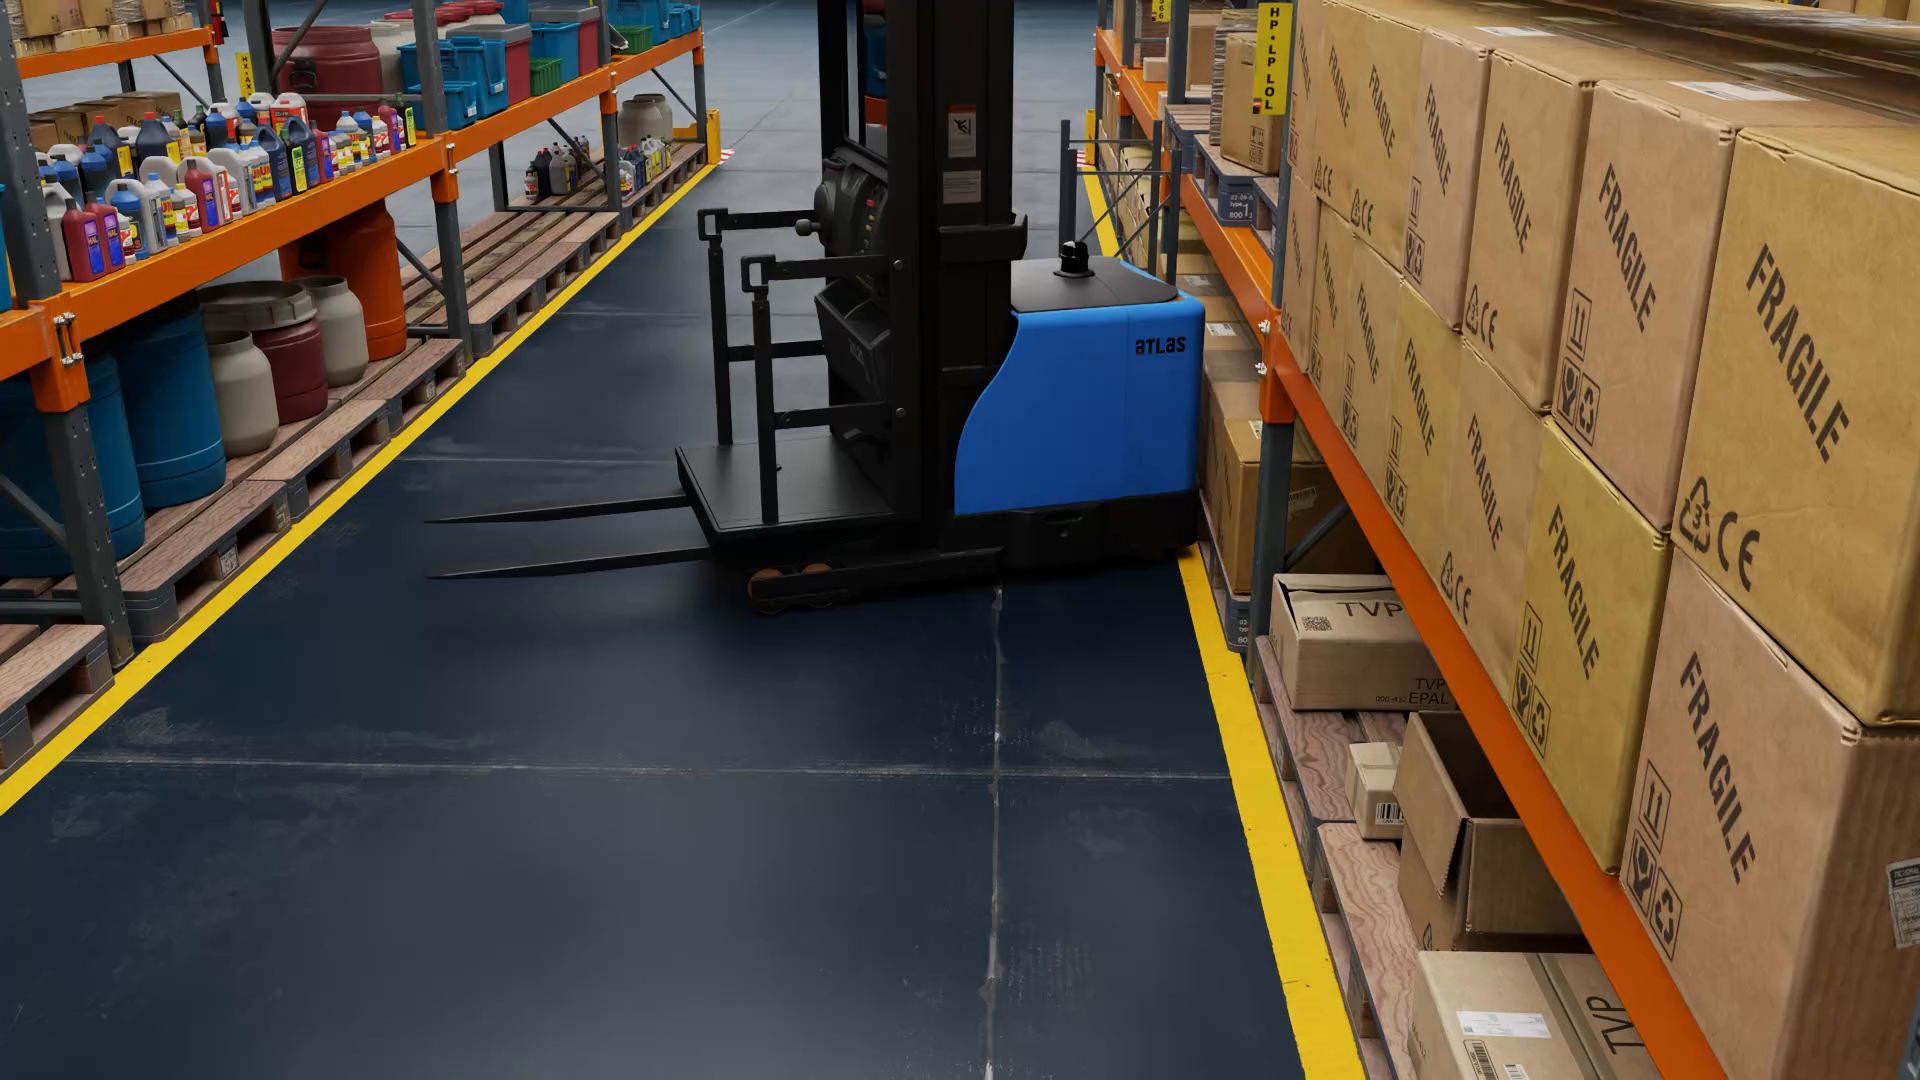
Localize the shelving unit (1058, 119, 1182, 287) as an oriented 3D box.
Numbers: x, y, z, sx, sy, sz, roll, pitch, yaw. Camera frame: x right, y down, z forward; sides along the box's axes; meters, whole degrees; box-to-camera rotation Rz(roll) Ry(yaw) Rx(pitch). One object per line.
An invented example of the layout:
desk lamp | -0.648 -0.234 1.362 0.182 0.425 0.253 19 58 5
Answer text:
shelving unit | 0.739 -1.199 8.045 0.587 1.500 1.083 1 21 2

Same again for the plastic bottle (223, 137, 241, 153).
plastic bottle | -3.129 -1.600 7.183 0.097 0.271 0.097 0 21 0

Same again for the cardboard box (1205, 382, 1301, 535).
cardboard box | 1.251 -0.309 6.525 0.500 0.500 0.500 1 21 2

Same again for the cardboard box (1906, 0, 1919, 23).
cardboard box | 6.631 -3.376 10.836 0.700 0.500 0.500 4 21 9

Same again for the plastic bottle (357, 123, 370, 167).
plastic bottle | -2.954 -1.937 8.148 0.097 0.201 0.097 0 21 0

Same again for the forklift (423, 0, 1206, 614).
forklift | -0.601 -1.299 6.326 3.031 2.935 1.130 -6 22 -16

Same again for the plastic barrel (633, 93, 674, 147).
plastic barrel | -3.031 -4.100 16.309 0.421 0.512 0.421 0 21 0

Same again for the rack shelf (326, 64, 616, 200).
rack shelf | -3.270 -2.798 11.089 1.077 0.370 4.000 1 21 2

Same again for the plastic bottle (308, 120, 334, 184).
plastic bottle | -2.951 -1.792 7.662 0.061 0.283 0.133 1 21 2

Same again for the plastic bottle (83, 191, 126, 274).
plastic bottle | -3.011 -1.086 5.843 0.061 0.283 0.133 1 21 2

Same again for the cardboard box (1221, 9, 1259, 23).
cardboard box | 1.714 -2.368 8.267 0.700 0.500 0.500 -7 22 -16

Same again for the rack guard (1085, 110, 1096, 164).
rack guard | 1.864 -4.091 16.881 1.175 0.500 0.348 1 21 2

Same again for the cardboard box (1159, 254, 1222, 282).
cardboard box | 1.321 -1.233 8.908 0.500 0.500 0.500 2 21 4

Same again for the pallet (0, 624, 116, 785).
pallet | -3.436 0.602 5.186 1.003 0.211 1.213 1 21 2

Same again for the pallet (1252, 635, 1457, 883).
pallet | 1.477 0.640 5.088 1.003 0.211 1.213 1 21 2

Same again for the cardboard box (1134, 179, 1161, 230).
cardboard box | 1.435 -2.274 11.188 0.500 0.311 0.500 1 21 3

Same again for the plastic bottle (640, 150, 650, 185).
plastic bottle | -2.717 -3.210 14.303 0.061 0.283 0.133 2 21 4

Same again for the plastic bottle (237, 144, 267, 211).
plastic bottle | -2.991 -1.528 6.998 0.097 0.271 0.097 0 21 0

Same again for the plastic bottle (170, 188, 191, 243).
plastic bottle | -3.012 -1.244 6.363 0.097 0.201 0.097 0 21 0

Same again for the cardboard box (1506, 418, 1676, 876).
cardboard box | 1.131 0.139 2.387 0.500 0.500 0.500 1 21 2

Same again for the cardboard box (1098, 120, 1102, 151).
cardboard box | 1.625 -3.970 16.334 0.500 0.250 0.500 1 21 2

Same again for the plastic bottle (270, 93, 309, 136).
plastic bottle | -3.515 -2.198 8.719 0.152 0.276 0.135 1 21 2

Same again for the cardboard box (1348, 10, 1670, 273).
cardboard box | 1.172 -0.882 3.634 0.500 0.500 0.500 0 21 0

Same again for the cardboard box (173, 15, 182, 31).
cardboard box | -7.848 -5.045 16.232 0.380 0.149 0.250 1 21 2

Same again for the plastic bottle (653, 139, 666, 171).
plastic bottle | -2.740 -3.479 15.005 0.152 0.276 0.135 1 21 2

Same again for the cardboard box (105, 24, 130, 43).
cardboard box | -7.781 -4.592 15.064 0.380 0.149 0.250 1 21 2

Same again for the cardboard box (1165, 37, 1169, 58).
cardboard box | 1.771 -3.553 12.246 0.500 0.250 0.500 2 21 5

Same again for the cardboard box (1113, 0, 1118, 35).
cardboard box | 1.837 -5.125 15.953 0.700 0.500 0.500 1 21 2

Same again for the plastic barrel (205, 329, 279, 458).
plastic barrel | -3.291 -0.656 7.432 0.421 0.512 0.421 0 21 0

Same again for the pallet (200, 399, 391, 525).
pallet | -3.353 -0.385 7.730 1.003 0.211 1.213 1 21 2

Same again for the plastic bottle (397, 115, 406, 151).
plastic bottle | -2.938 -2.126 8.635 0.097 0.201 0.097 0 21 0

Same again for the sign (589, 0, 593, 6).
sign | -3.637 -5.440 16.520 0.100 0.325 0.005 1 21 2

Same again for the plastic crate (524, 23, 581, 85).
plastic crate | -2.931 -3.447 11.789 0.392 0.384 0.575 1 21 2

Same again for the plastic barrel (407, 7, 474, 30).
plastic barrel | -3.479 -3.312 11.229 0.433 0.535 0.433 0 21 0

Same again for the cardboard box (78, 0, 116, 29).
cardboard box | -8.063 -4.801 14.707 0.875 0.500 0.500 1 21 2

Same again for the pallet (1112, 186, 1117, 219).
pallet | 1.808 -2.788 13.923 1.003 0.211 1.213 1 21 2

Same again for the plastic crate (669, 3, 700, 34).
plastic crate | -2.803 -5.050 16.102 0.499 0.251 0.616 1 21 2

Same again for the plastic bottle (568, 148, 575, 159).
plastic bottle | -3.358 -3.226 14.344 0.061 0.283 0.133 1 21 2

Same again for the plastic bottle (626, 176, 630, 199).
plastic bottle | -2.758 -2.905 13.628 0.097 0.201 0.097 0 21 0

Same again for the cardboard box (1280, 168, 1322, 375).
cardboard box | 1.211 -0.774 4.739 0.500 0.500 0.500 1 21 3

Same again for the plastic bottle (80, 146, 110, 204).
plastic bottle | -3.600 -1.503 6.933 0.097 0.271 0.097 0 21 0

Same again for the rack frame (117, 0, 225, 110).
rack frame | -8.038 -5.358 16.690 1.000 3.000 0.127 1 21 2

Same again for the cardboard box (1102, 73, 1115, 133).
cardboard box | 1.612 -4.139 15.732 0.500 0.500 0.500 1 21 2

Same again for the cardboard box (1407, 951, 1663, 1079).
cardboard box | 1.206 1.072 3.312 0.500 0.250 0.500 1 21 2

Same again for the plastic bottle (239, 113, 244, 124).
plastic bottle | -3.701 -2.088 8.539 0.097 0.201 0.097 0 21 0

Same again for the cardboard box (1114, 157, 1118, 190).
cardboard box | 1.563 -3.066 14.004 0.500 0.250 0.500 1 21 2

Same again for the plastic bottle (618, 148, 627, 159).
plastic bottle | -2.900 -3.294 14.529 0.152 0.276 0.135 1 21 2

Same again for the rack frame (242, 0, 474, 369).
rack frame | -3.331 -2.411 9.095 1.000 3.000 0.127 1 21 2

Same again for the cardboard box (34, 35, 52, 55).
cardboard box | -7.854 -4.140 13.900 0.380 0.149 0.250 1 21 2

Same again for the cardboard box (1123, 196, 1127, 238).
cardboard box | 1.465 -2.387 12.255 0.500 0.250 0.500 1 21 3

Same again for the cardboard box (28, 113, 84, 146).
cardboard box | -8.157 -3.519 14.826 0.500 0.500 0.500 -1 21 -3

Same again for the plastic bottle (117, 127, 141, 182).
plastic bottle | -3.709 -1.699 7.431 0.152 0.276 0.135 1 21 2

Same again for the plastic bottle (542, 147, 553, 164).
plastic bottle | -3.472 -3.133 14.009 0.144 0.351 0.185 0 21 -1

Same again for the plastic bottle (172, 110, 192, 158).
plastic bottle | -3.738 -1.905 7.953 0.061 0.283 0.133 1 21 2

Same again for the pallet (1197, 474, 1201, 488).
pallet | 1.520 -0.345 7.627 1.003 0.211 1.213 1 21 2

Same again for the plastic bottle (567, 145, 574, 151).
plastic bottle | -3.467 -3.424 14.871 0.097 0.271 0.097 0 21 0
